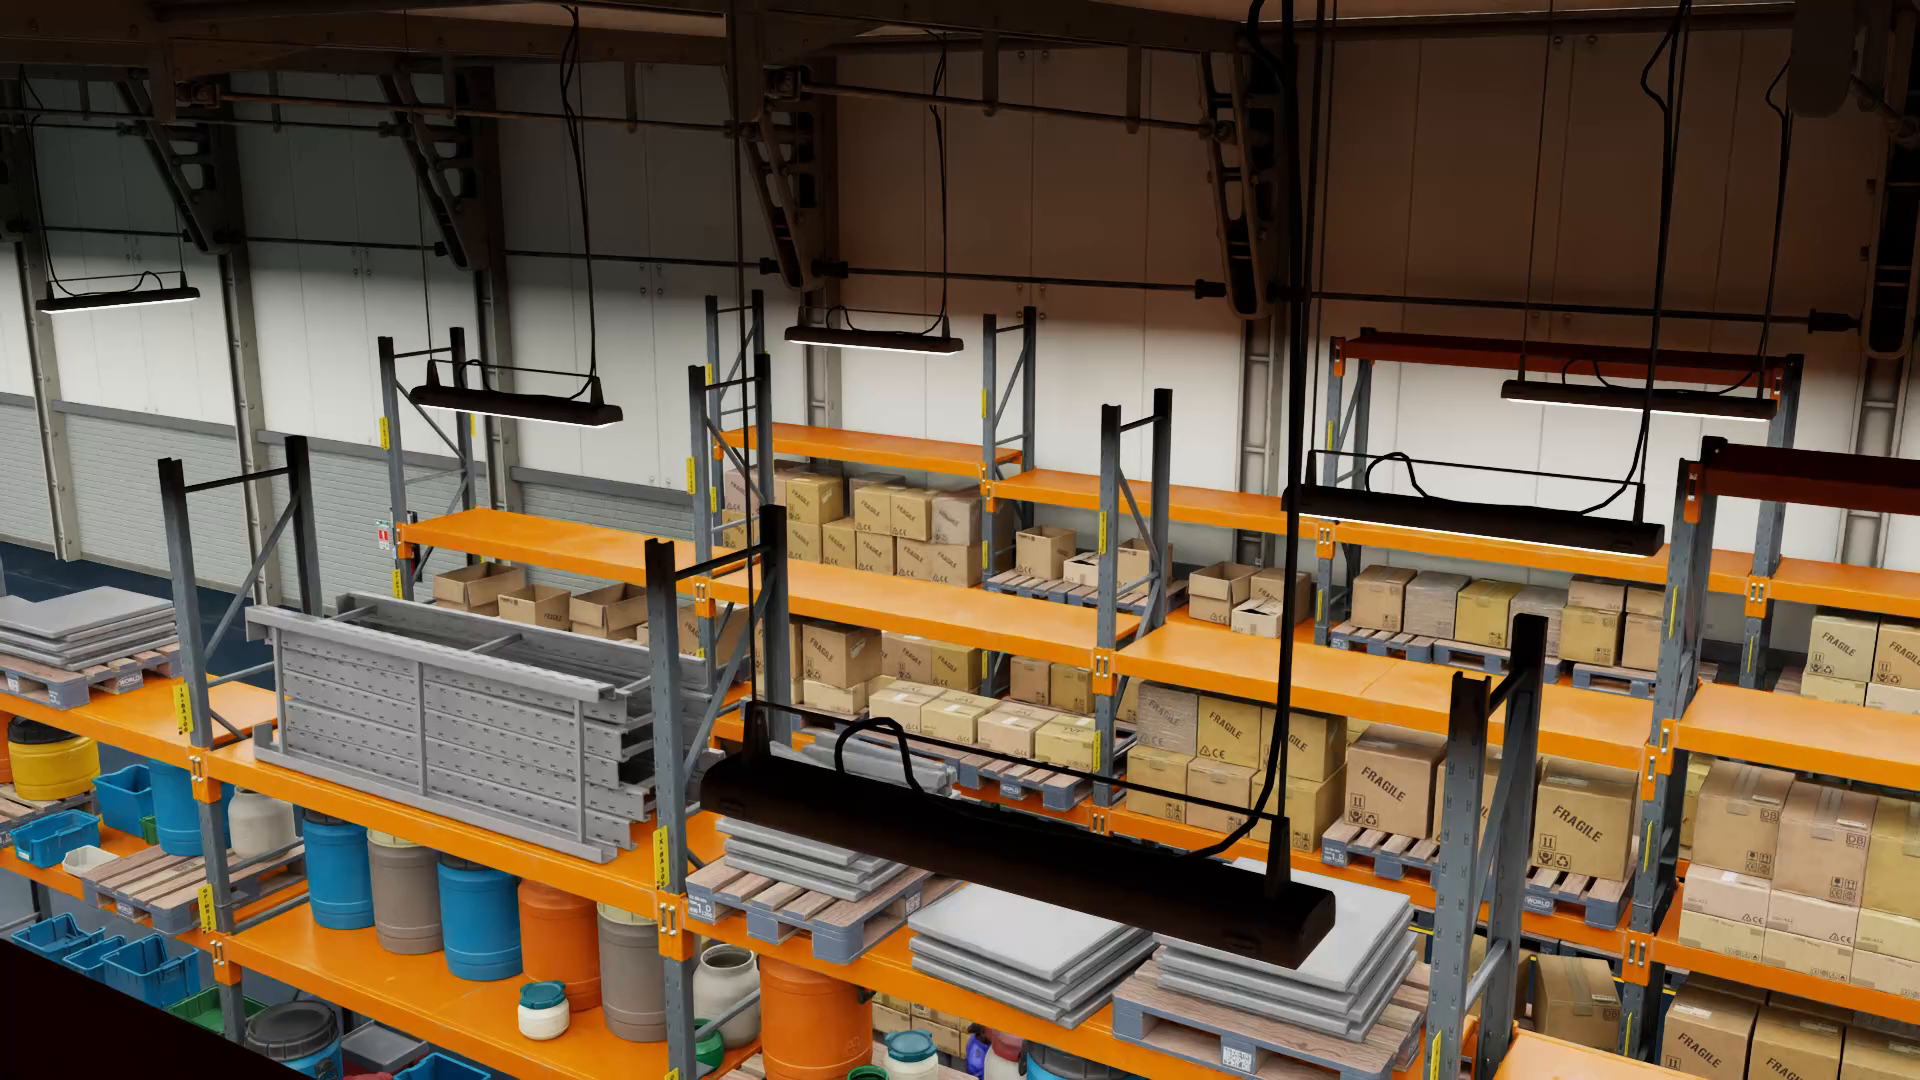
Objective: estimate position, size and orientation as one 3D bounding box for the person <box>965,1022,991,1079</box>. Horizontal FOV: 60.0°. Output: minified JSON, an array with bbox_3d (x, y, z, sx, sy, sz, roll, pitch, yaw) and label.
[{"bbox_3d":[0.148,4.292,12.493,0.380,1.689,0.501,2,14,7],"label":"person"}]
